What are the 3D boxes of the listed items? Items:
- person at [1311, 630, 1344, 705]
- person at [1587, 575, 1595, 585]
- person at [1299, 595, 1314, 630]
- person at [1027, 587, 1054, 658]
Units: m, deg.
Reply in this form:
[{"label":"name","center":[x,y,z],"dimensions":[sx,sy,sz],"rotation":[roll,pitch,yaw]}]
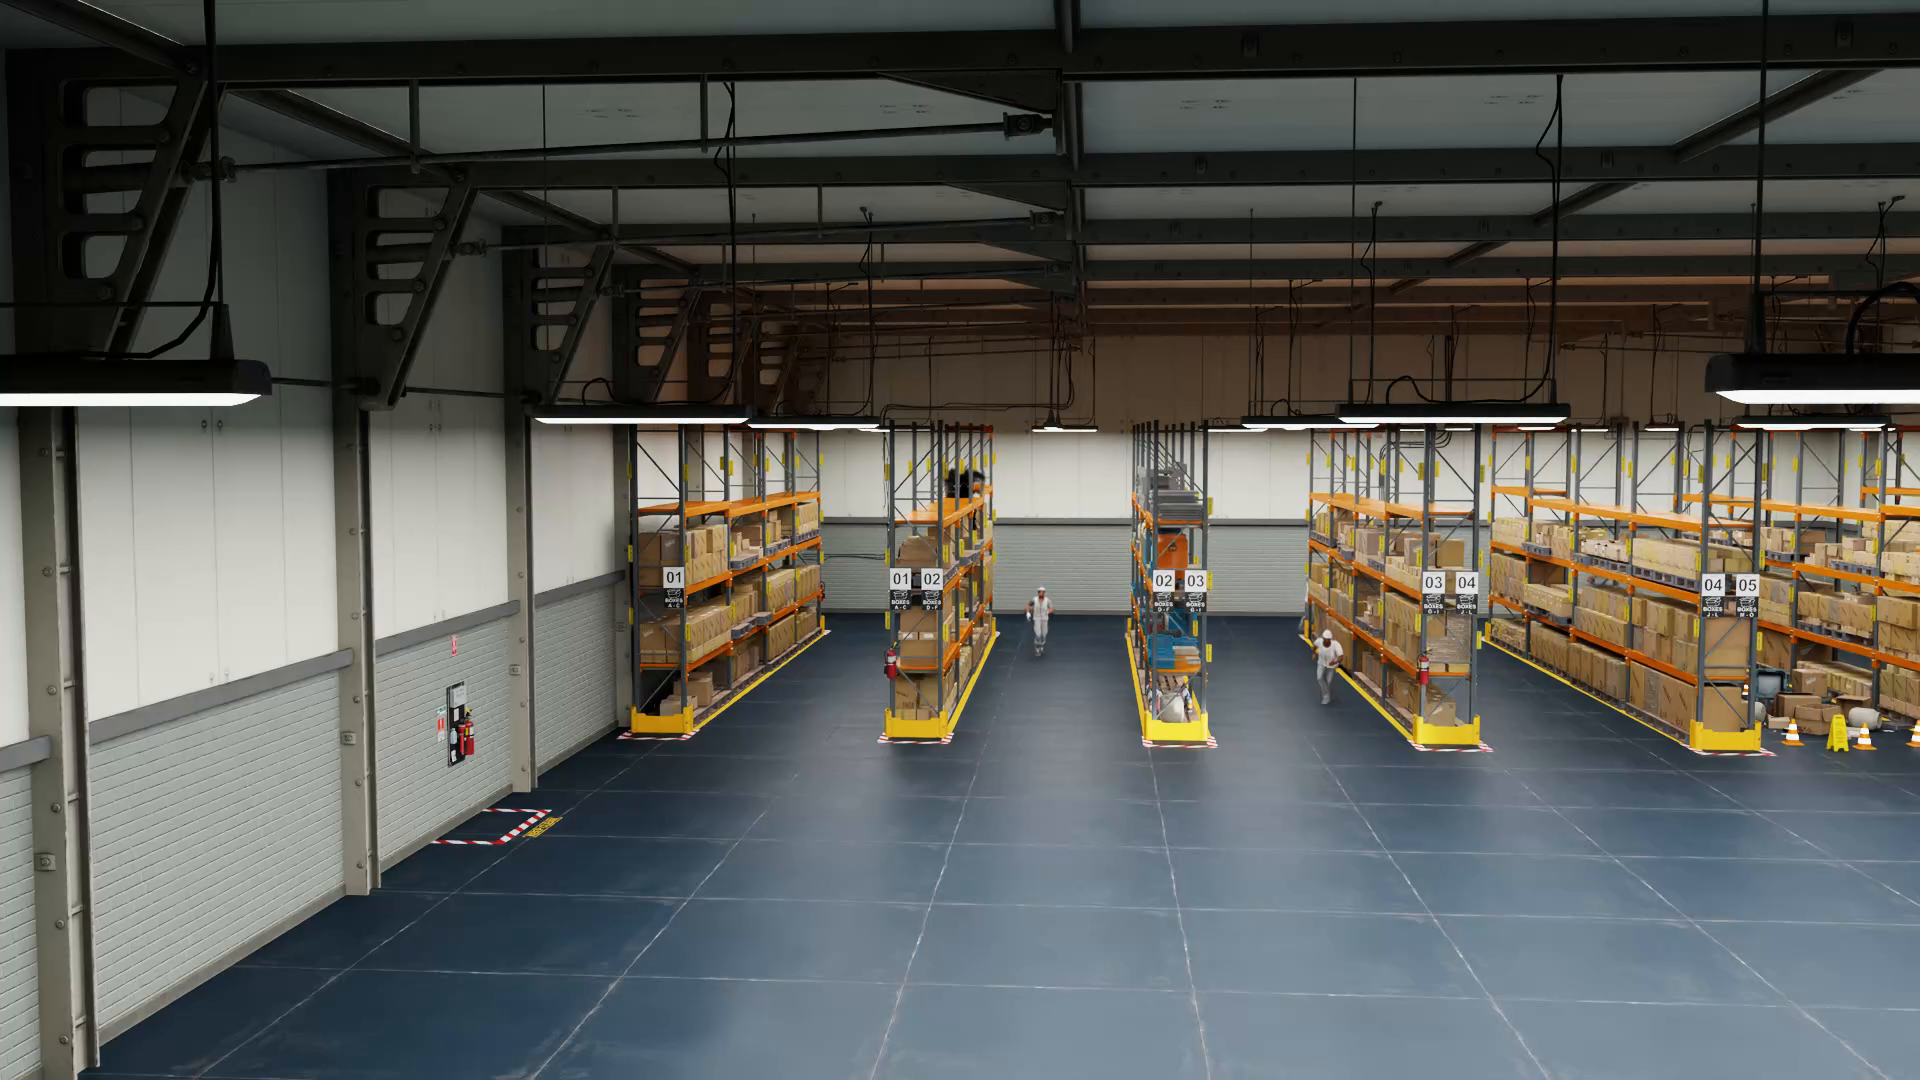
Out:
[{"label":"person","center":[7.830,2.663,35.405],"dimensions":[0.716,1.594,1.072],"rotation":[1,4,19]},{"label":"person","center":[18.421,1.833,48.489],"dimensions":[0.782,1.628,0.577],"rotation":[-1,4,-13]},{"label":"person","center":[10.237,1.850,48.370],"dimensions":[0.720,1.690,0.481],"rotation":[2,4,24]},{"label":"person","center":[2.080,2.133,42.930],"dimensions":[0.667,1.853,0.760],"rotation":[0,4,-7]}]
